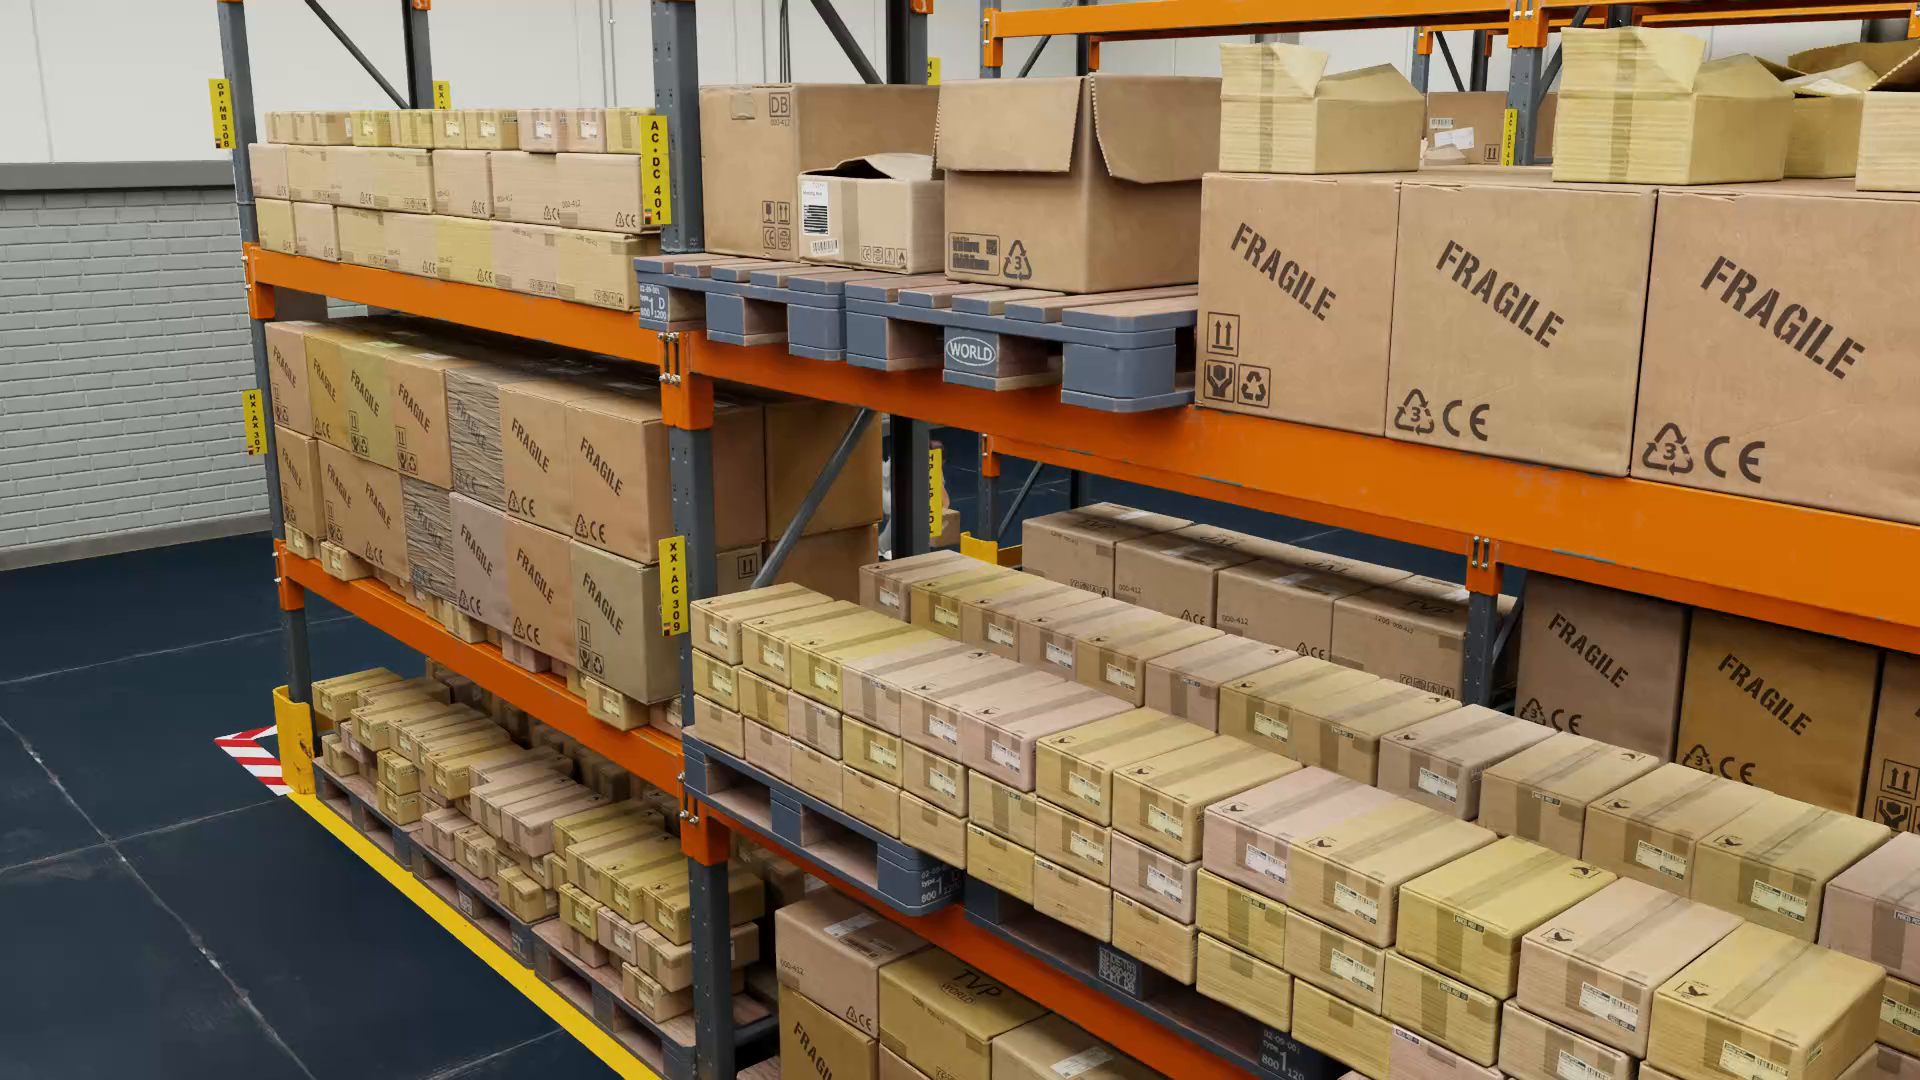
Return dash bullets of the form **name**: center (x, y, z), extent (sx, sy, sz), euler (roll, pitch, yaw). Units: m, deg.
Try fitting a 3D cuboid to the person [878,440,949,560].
- **person**: center (-0.397, -0.338, 13.250), extent (0.486, 0.991, 0.785), euler (-12, 19, -40)
